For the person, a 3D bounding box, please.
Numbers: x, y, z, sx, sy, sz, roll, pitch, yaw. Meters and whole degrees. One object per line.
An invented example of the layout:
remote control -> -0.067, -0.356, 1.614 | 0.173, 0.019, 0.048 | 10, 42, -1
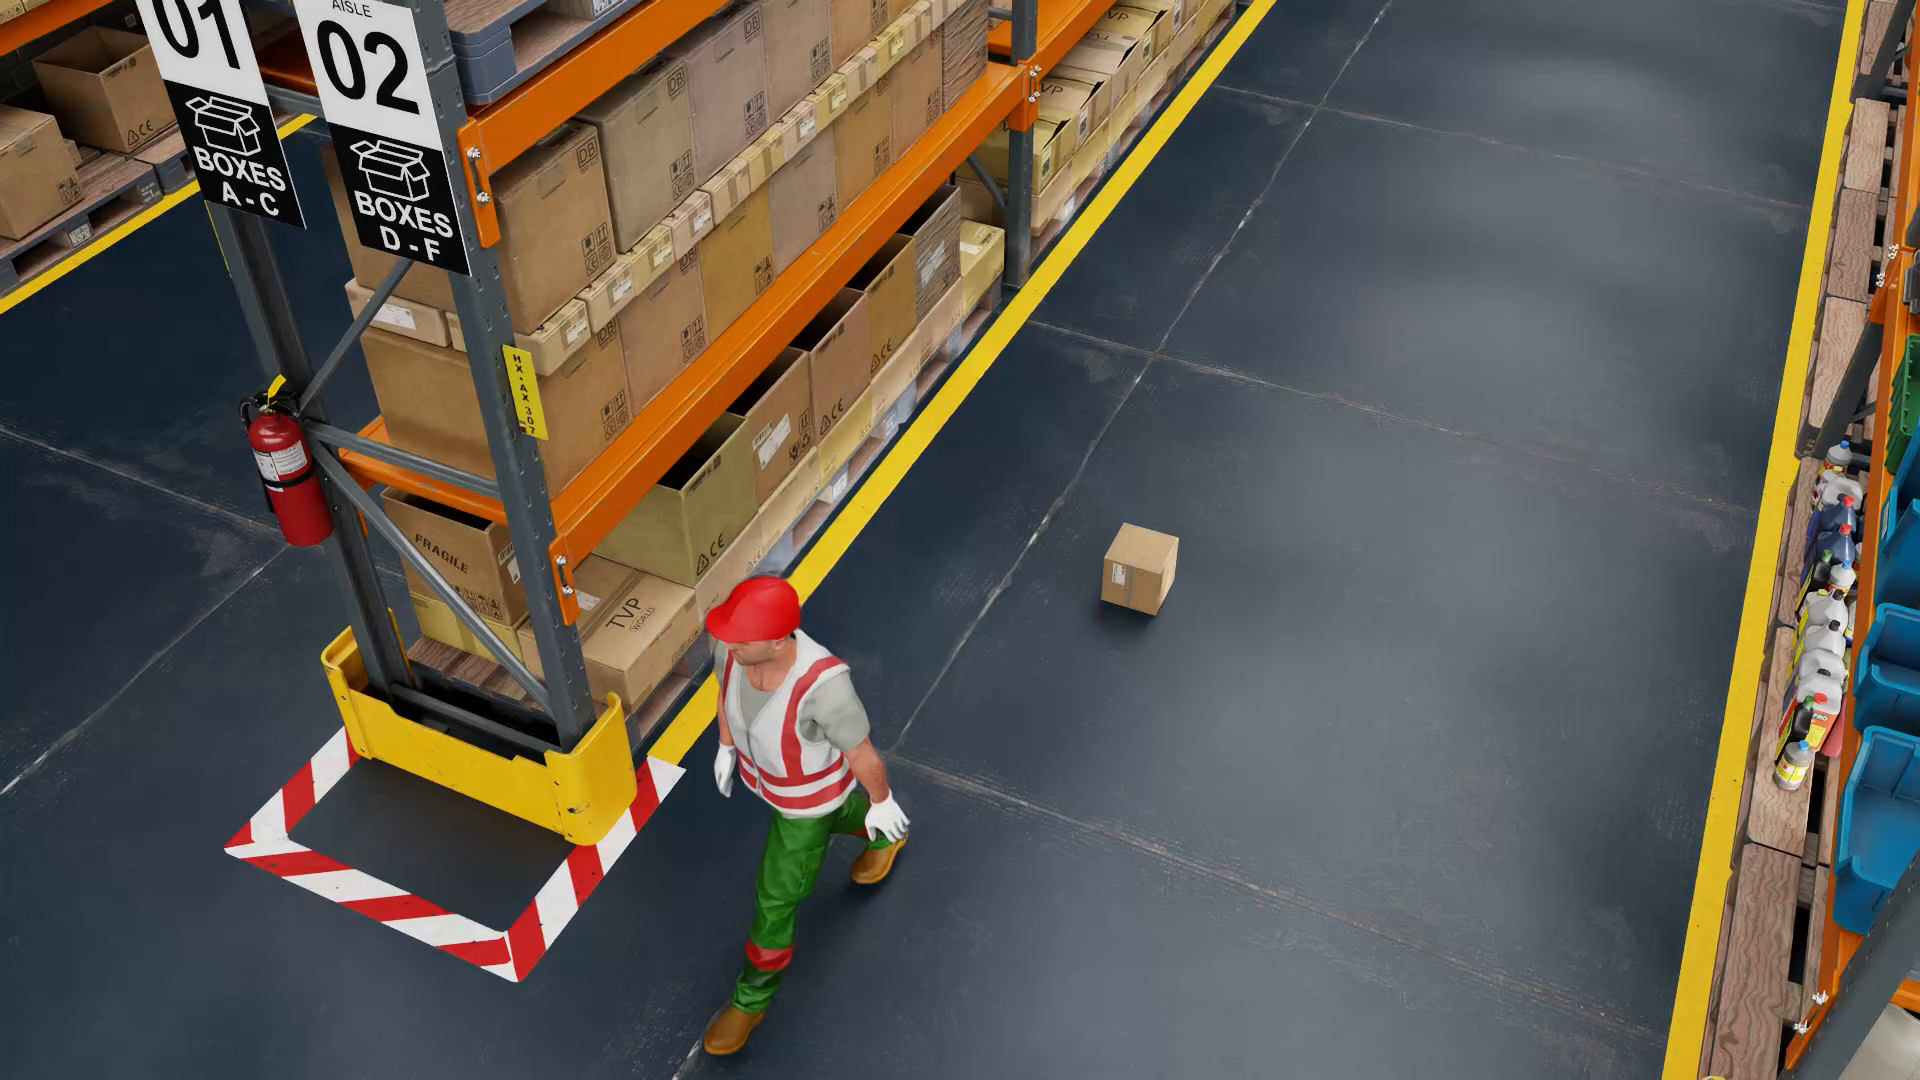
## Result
person -> -0.533, 0.779, 5.283 | 1.101, 1.732, 0.644 | -33, 51, -32
